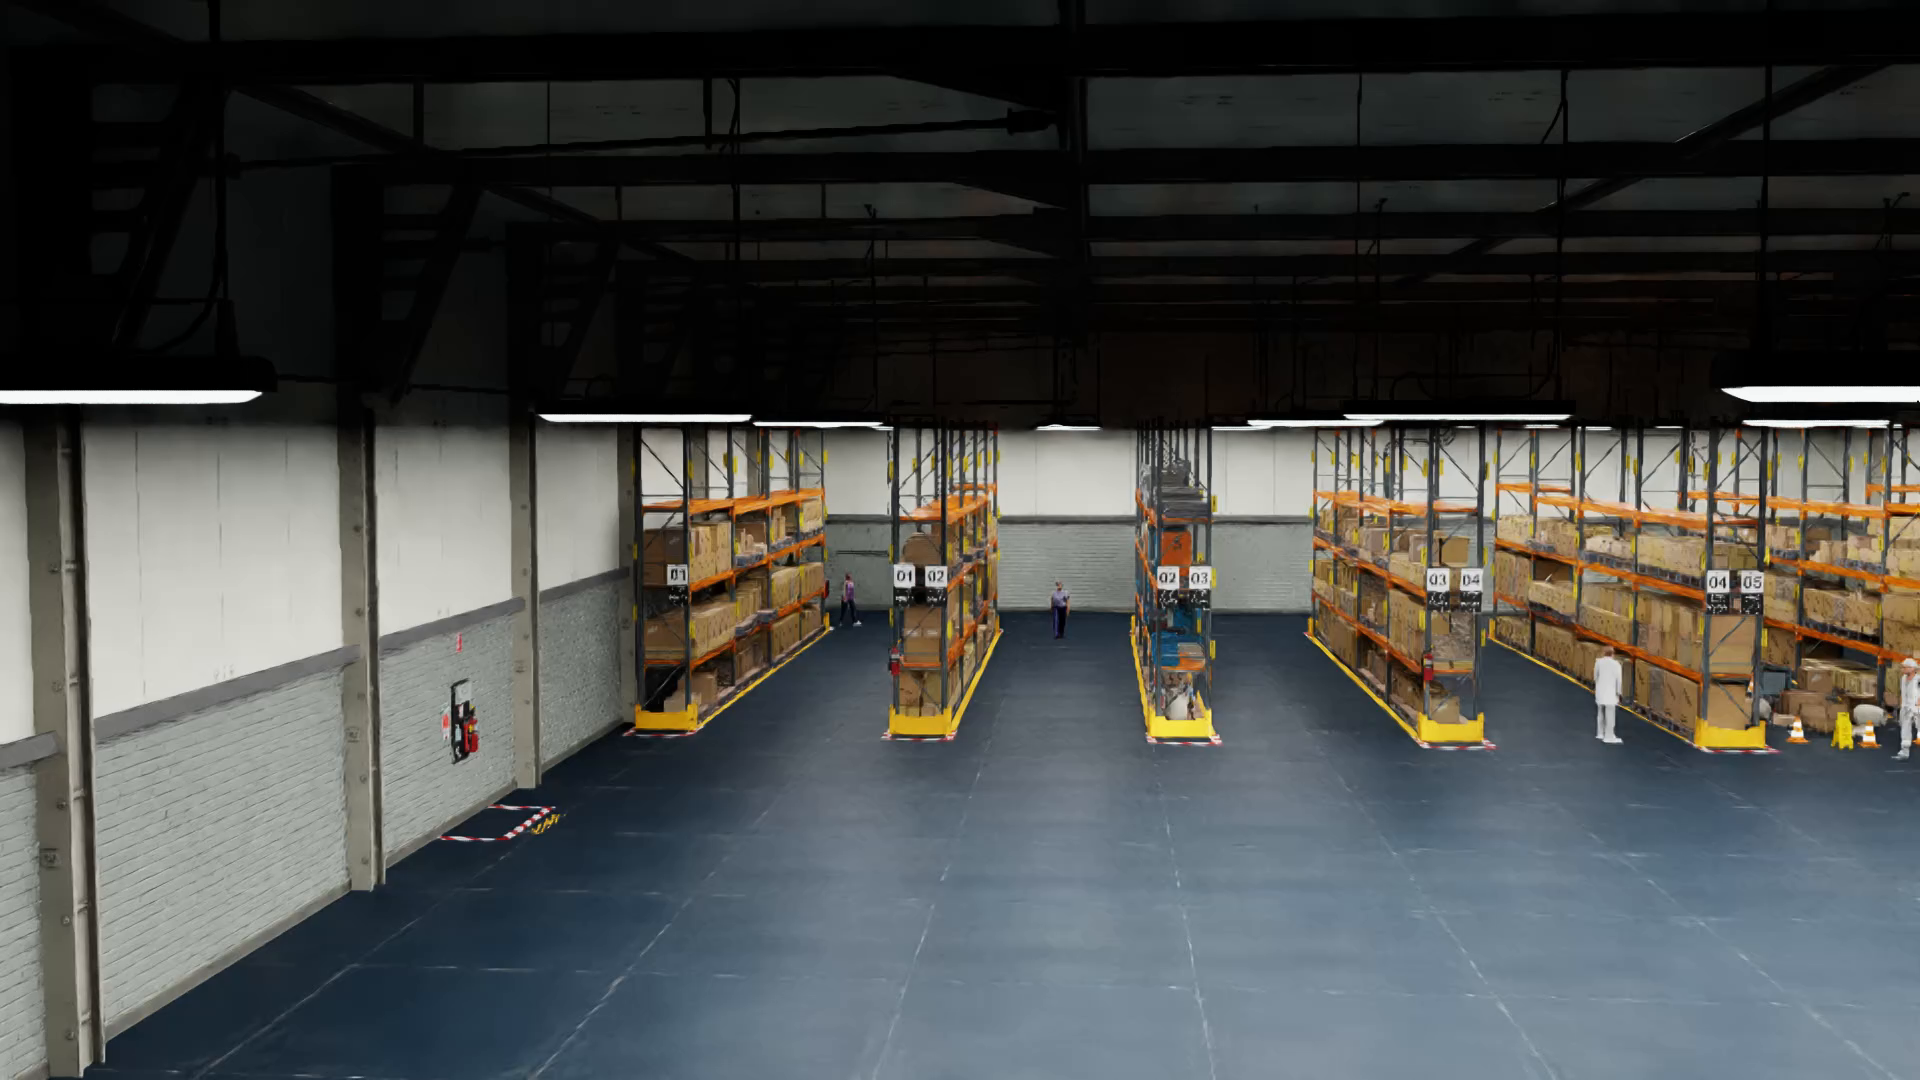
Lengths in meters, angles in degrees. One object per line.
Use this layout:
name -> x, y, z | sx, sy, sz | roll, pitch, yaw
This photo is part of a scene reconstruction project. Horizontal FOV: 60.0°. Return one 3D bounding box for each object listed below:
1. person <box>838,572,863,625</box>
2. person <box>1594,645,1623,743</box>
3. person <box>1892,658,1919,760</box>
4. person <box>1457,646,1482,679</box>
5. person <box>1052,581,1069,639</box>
person -> -3.266, 1.717, 49.045 | 0.527, 1.588, 0.638 | 3, 5, 39
person -> 11.985, 2.813, 30.671 | 0.515, 1.785, 0.638 | -2, 4, -26
person -> 16.611, 2.921, 28.967 | 0.709, 1.730, 0.551 | -2, 4, -24
person -> 11.790, 2.403, 38.474 | 0.639, 1.632, 0.512 | 0, 4, 2
person -> 2.775, 1.934, 45.950 | 0.491, 1.571, 0.982 | 0, 4, 4
